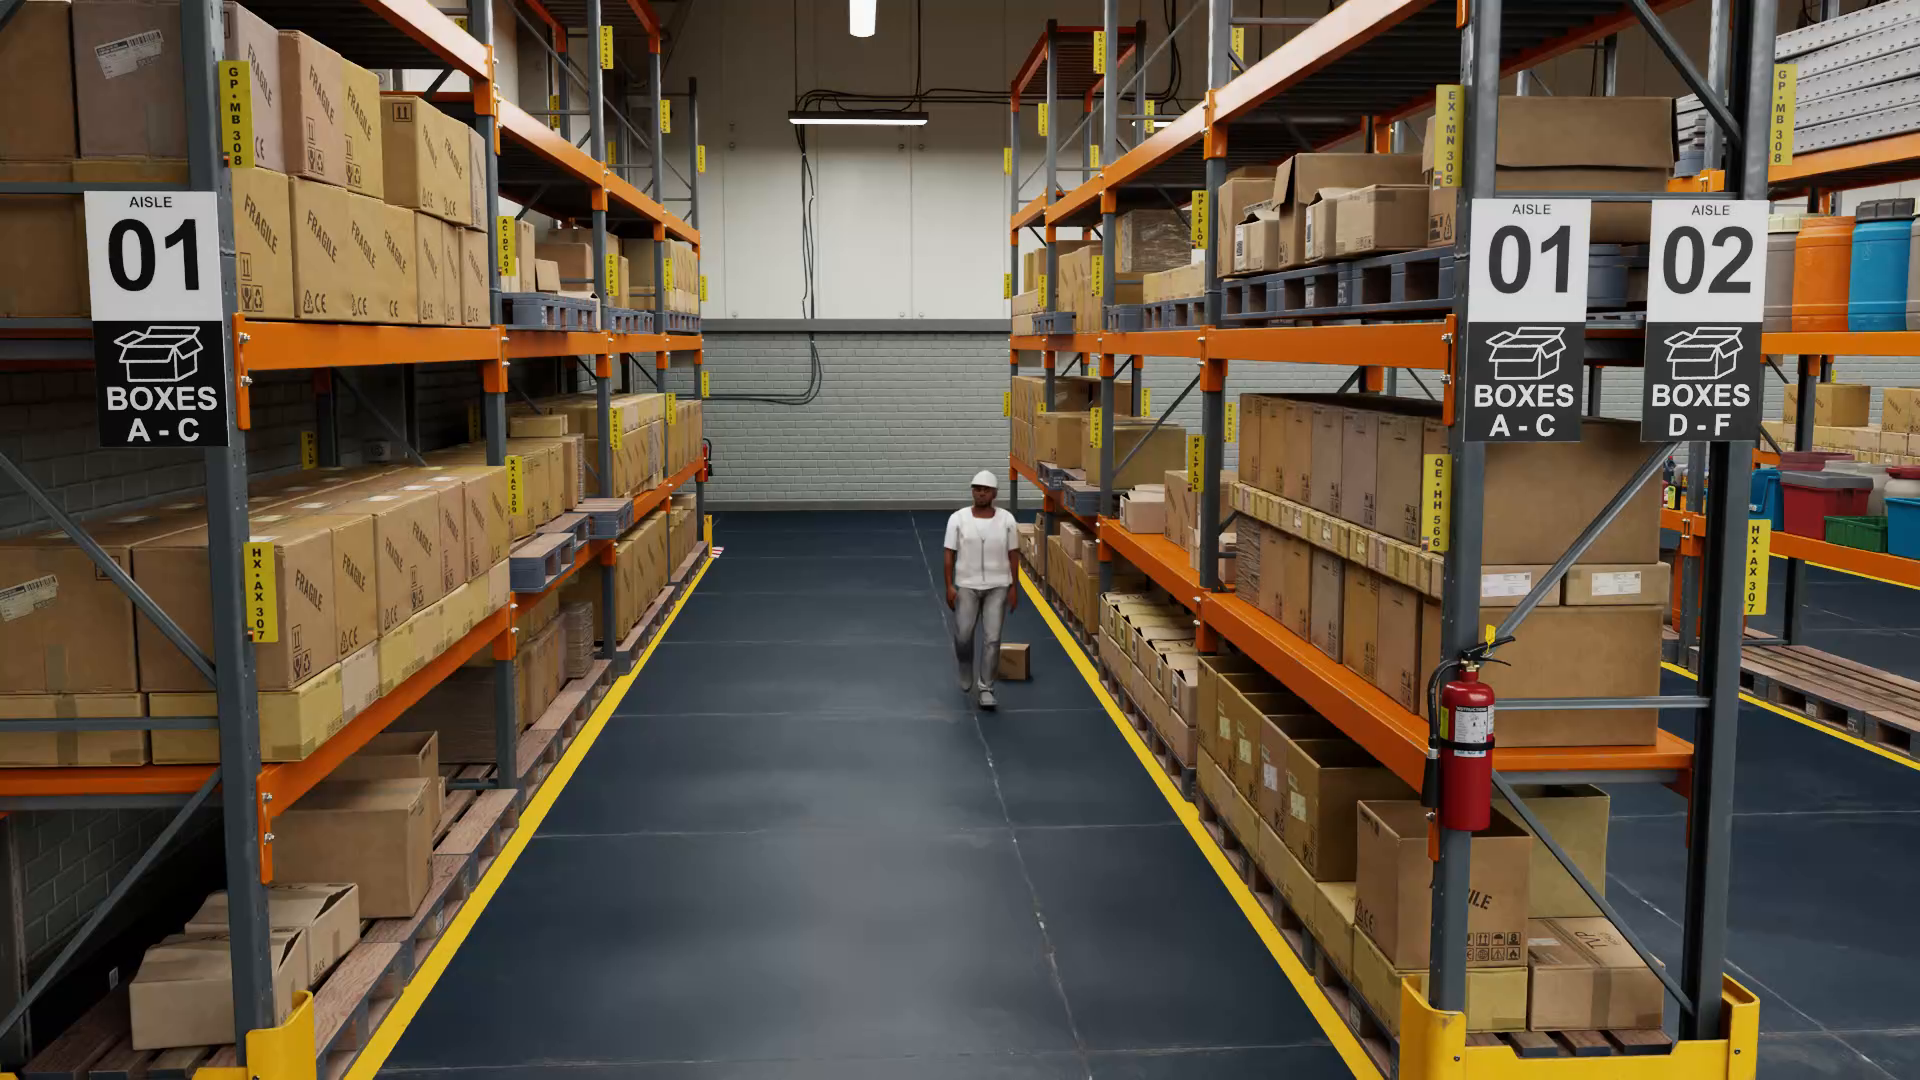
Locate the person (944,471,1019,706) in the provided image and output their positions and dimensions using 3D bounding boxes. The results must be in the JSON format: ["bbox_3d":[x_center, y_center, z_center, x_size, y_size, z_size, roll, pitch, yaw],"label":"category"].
[{"bbox_3d":[0.162,0.351,12.550,0.569,1.755,0.601,0,7,-1],"label":"person"}]
